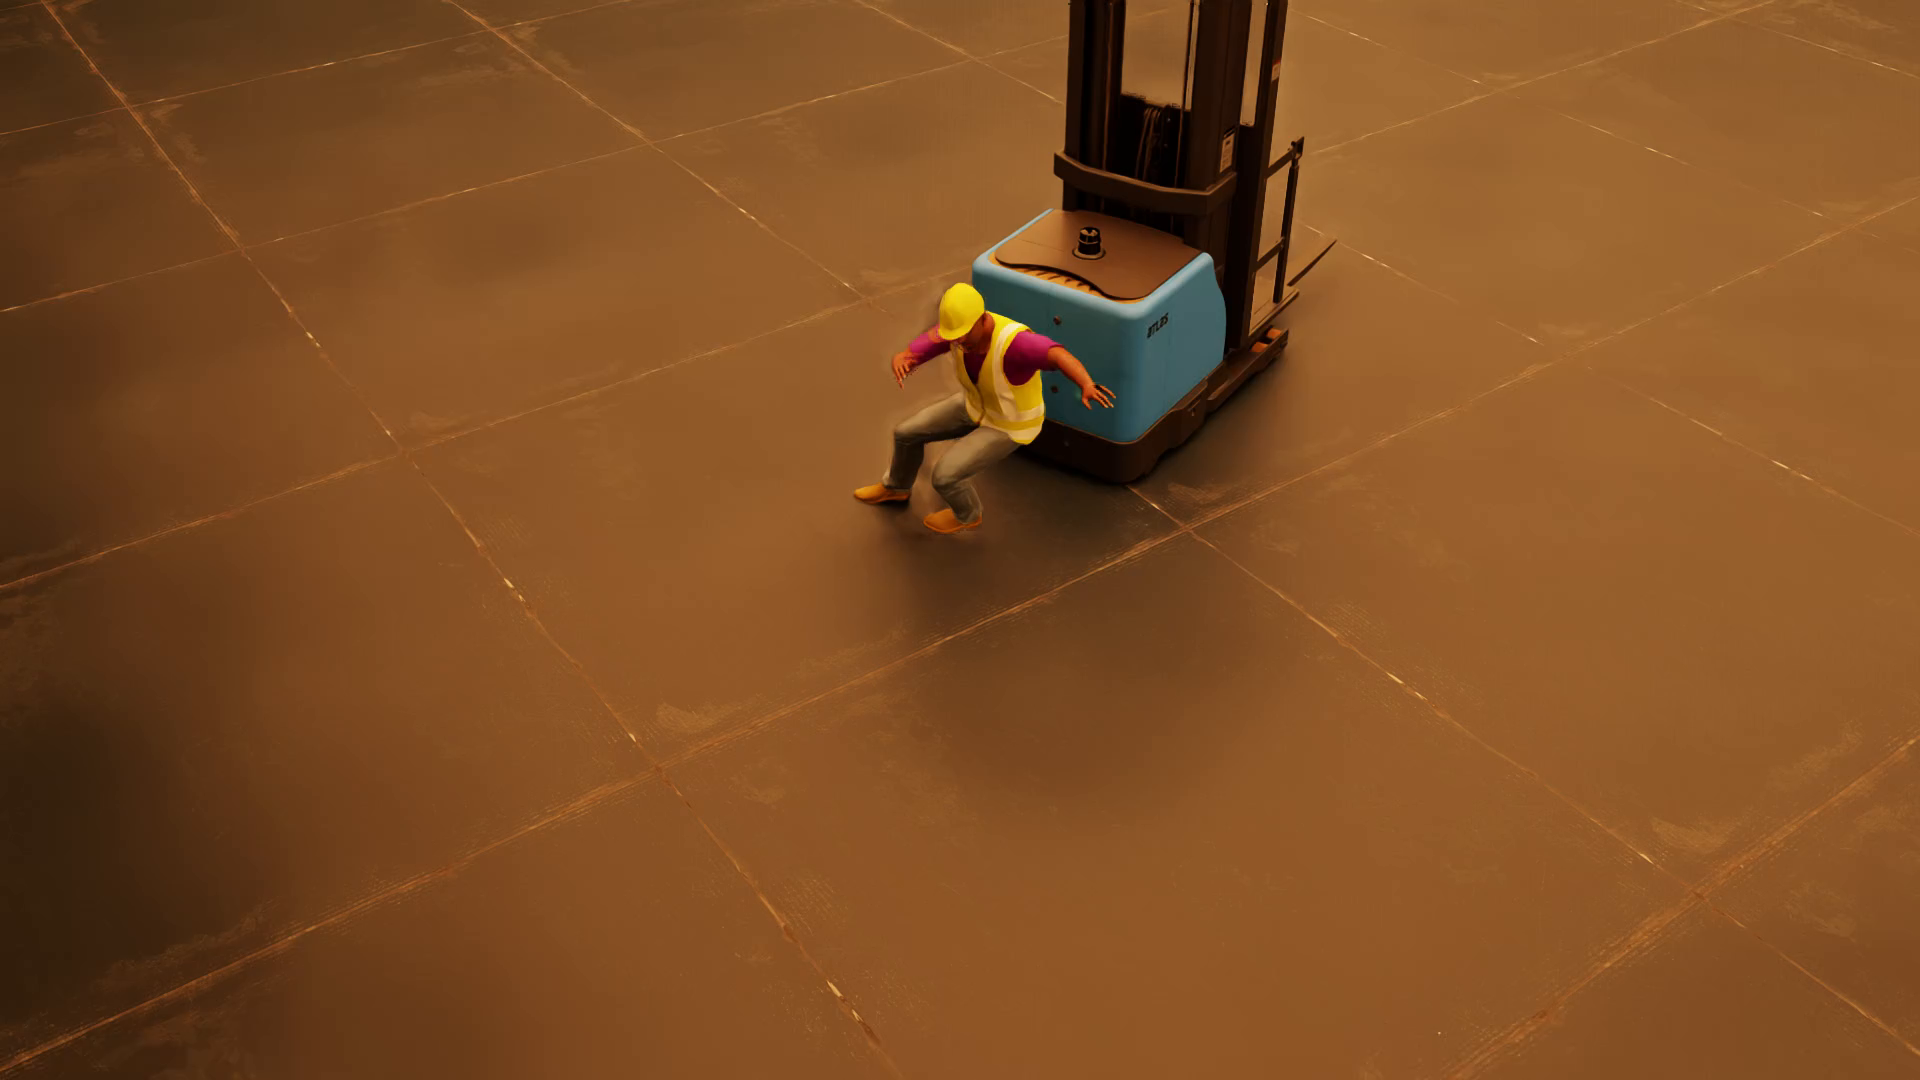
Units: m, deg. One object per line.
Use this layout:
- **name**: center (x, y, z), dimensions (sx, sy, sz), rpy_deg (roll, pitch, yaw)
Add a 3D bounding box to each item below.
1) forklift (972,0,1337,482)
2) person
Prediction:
- **forklift**: center (1.292, -2.316, 9.077), dimensions (1.130, 2.935, 3.031), rpy_deg (22, 42, 27)
- **person**: center (0.097, -0.525, 7.909), dimensions (0.783, 1.457, 1.599), rpy_deg (-28, 45, -32)
